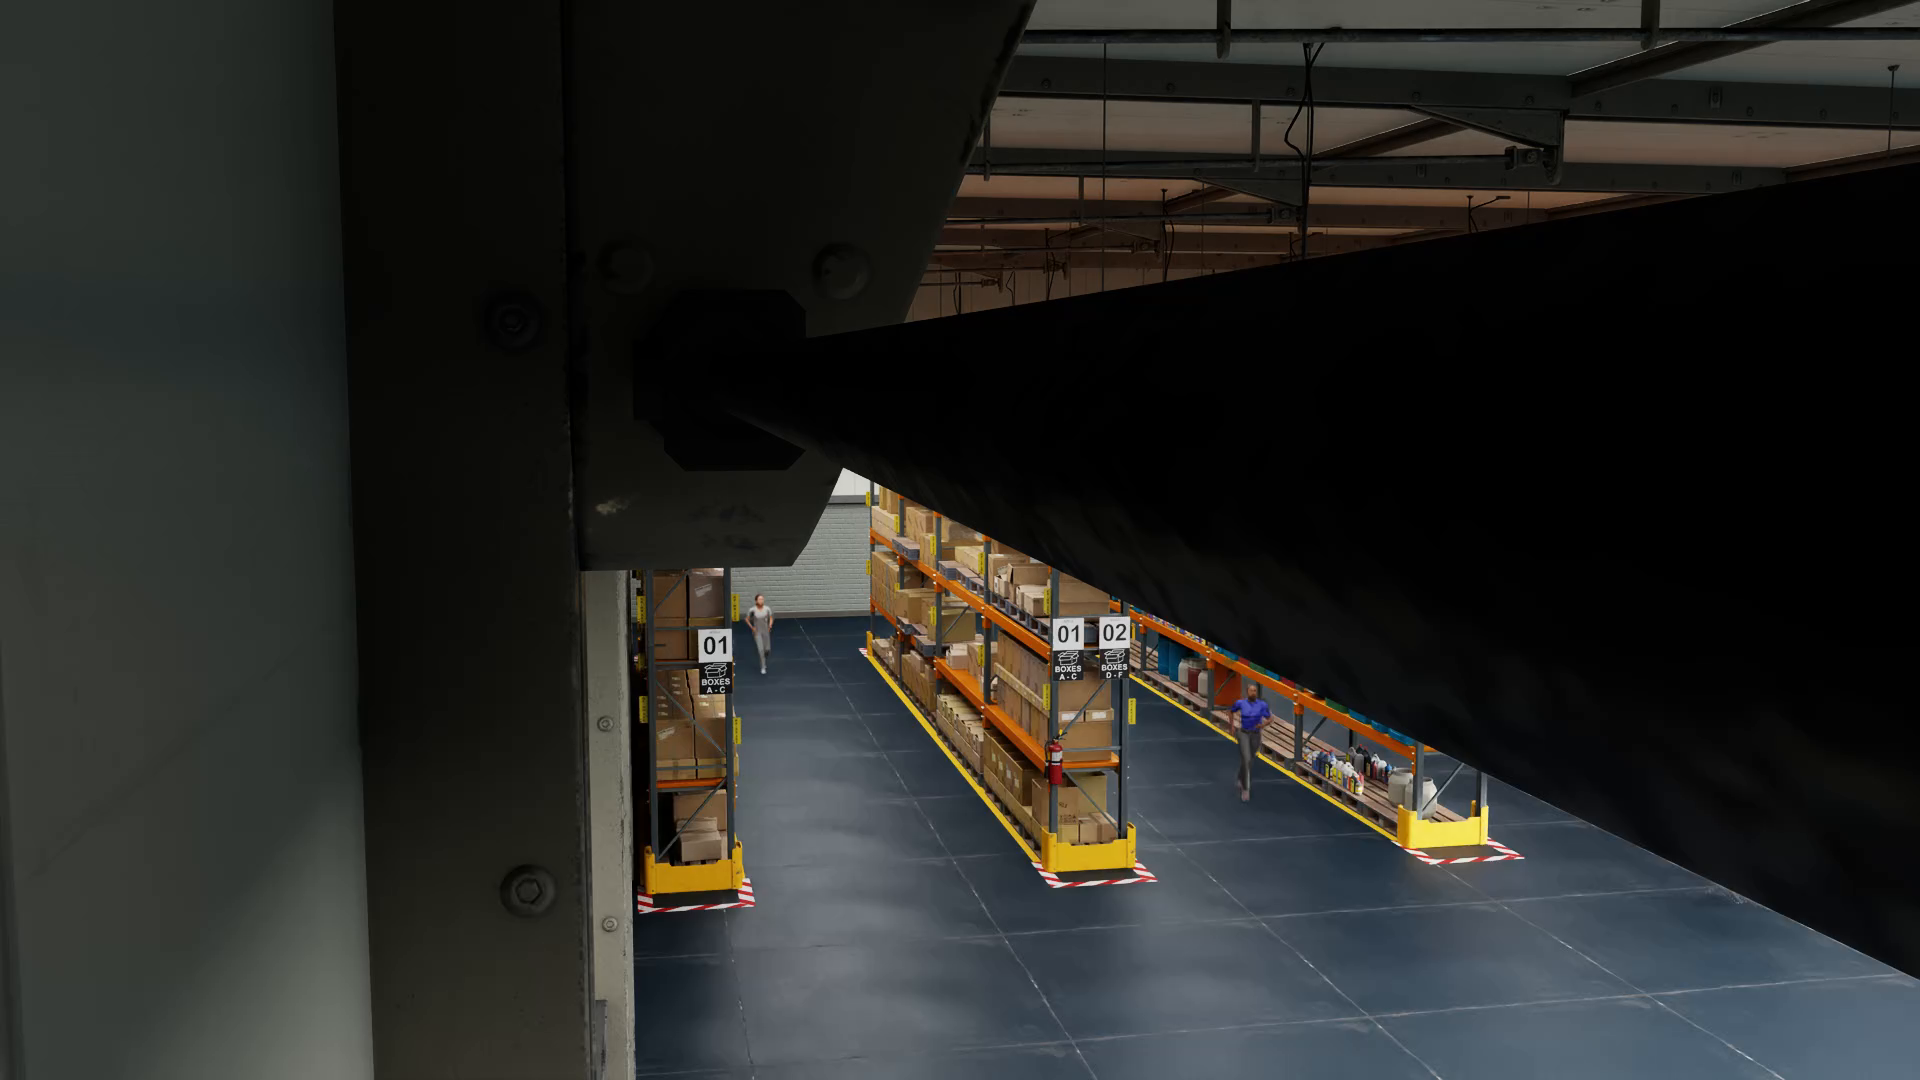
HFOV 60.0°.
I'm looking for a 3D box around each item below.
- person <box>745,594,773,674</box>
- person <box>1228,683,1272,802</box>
[{"bbox_3d":[-4.163,1.925,34.476,0.578,1.642,0.603,-2,6,-20],"label":"person"},{"bbox_3d":[4.295,2.939,24.562,0.586,1.684,0.822,-1,6,-8],"label":"person"}]
